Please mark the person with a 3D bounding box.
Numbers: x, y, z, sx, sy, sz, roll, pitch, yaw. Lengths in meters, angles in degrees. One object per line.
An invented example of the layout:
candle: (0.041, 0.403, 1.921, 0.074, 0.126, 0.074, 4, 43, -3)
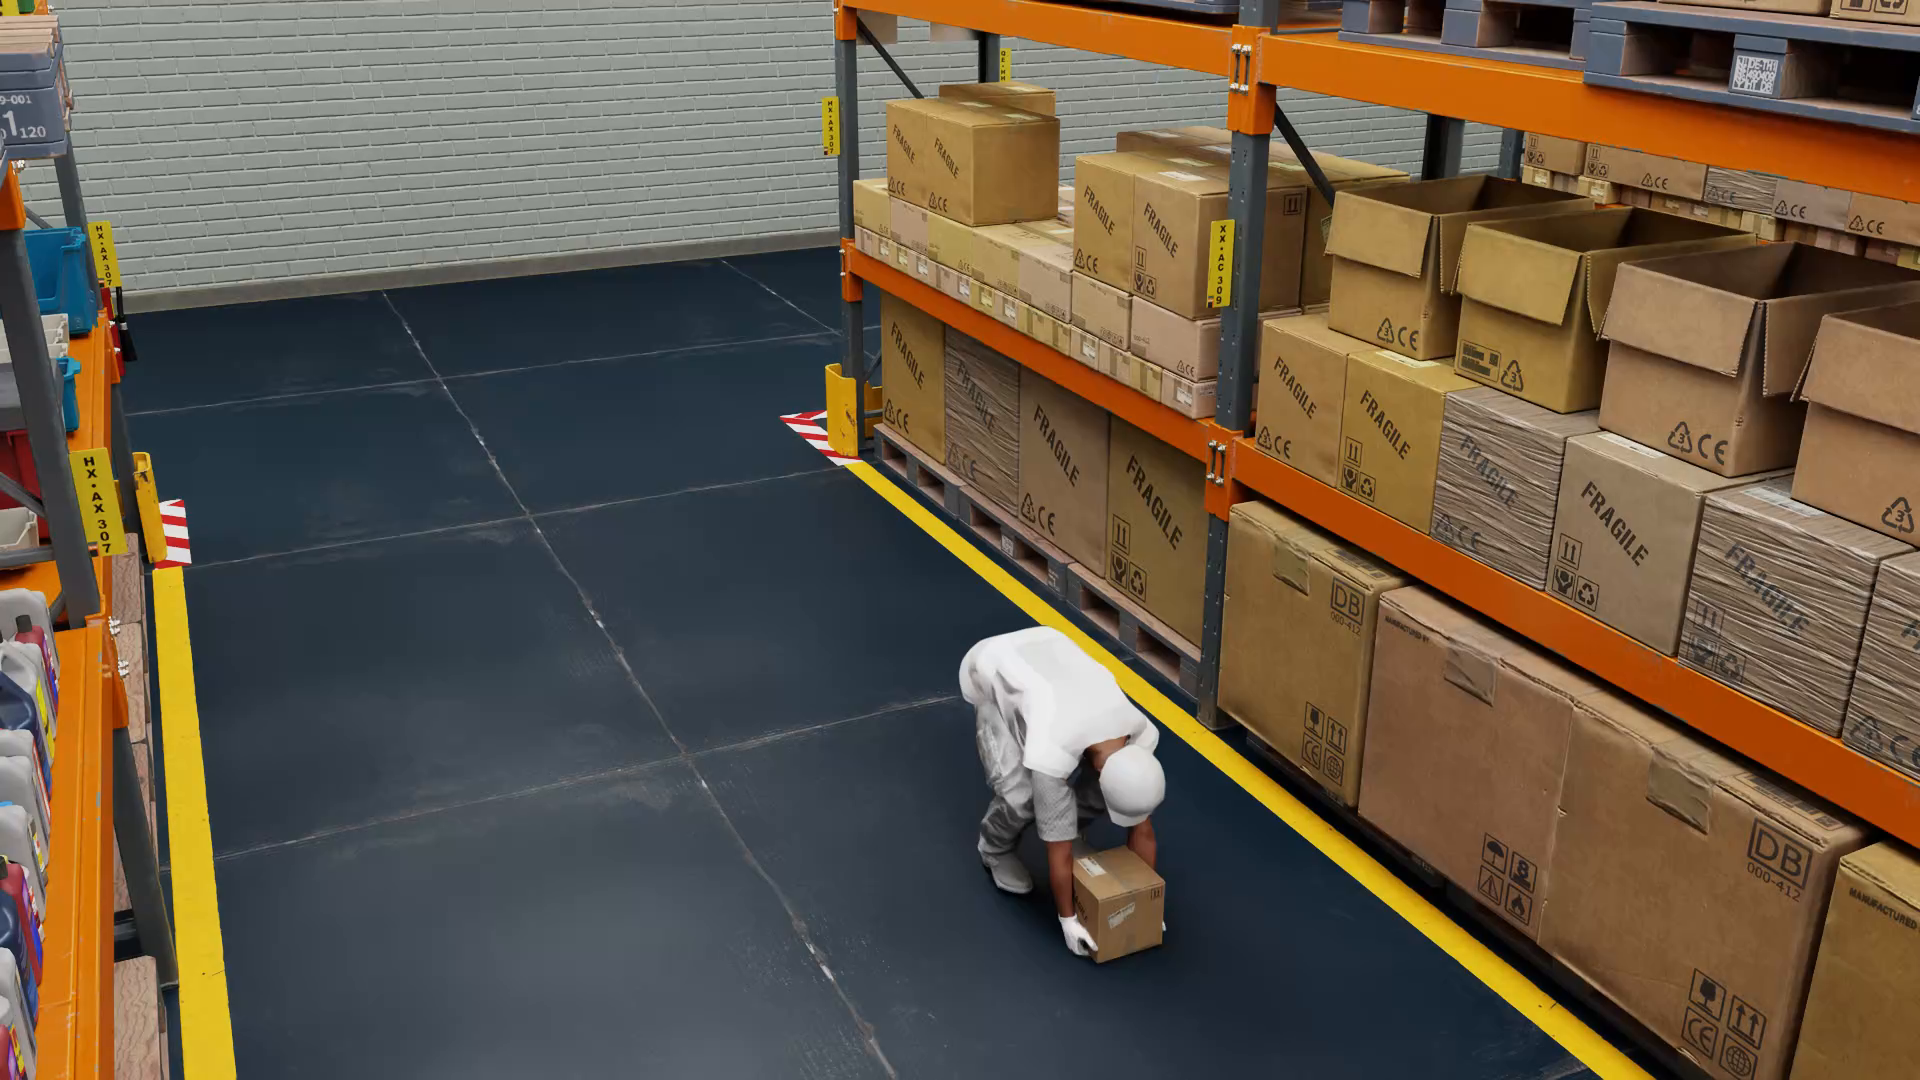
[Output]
person: (0.373, 0.822, 5.710, 0.536, 0.917, 0.986, -11, 25, -26)
